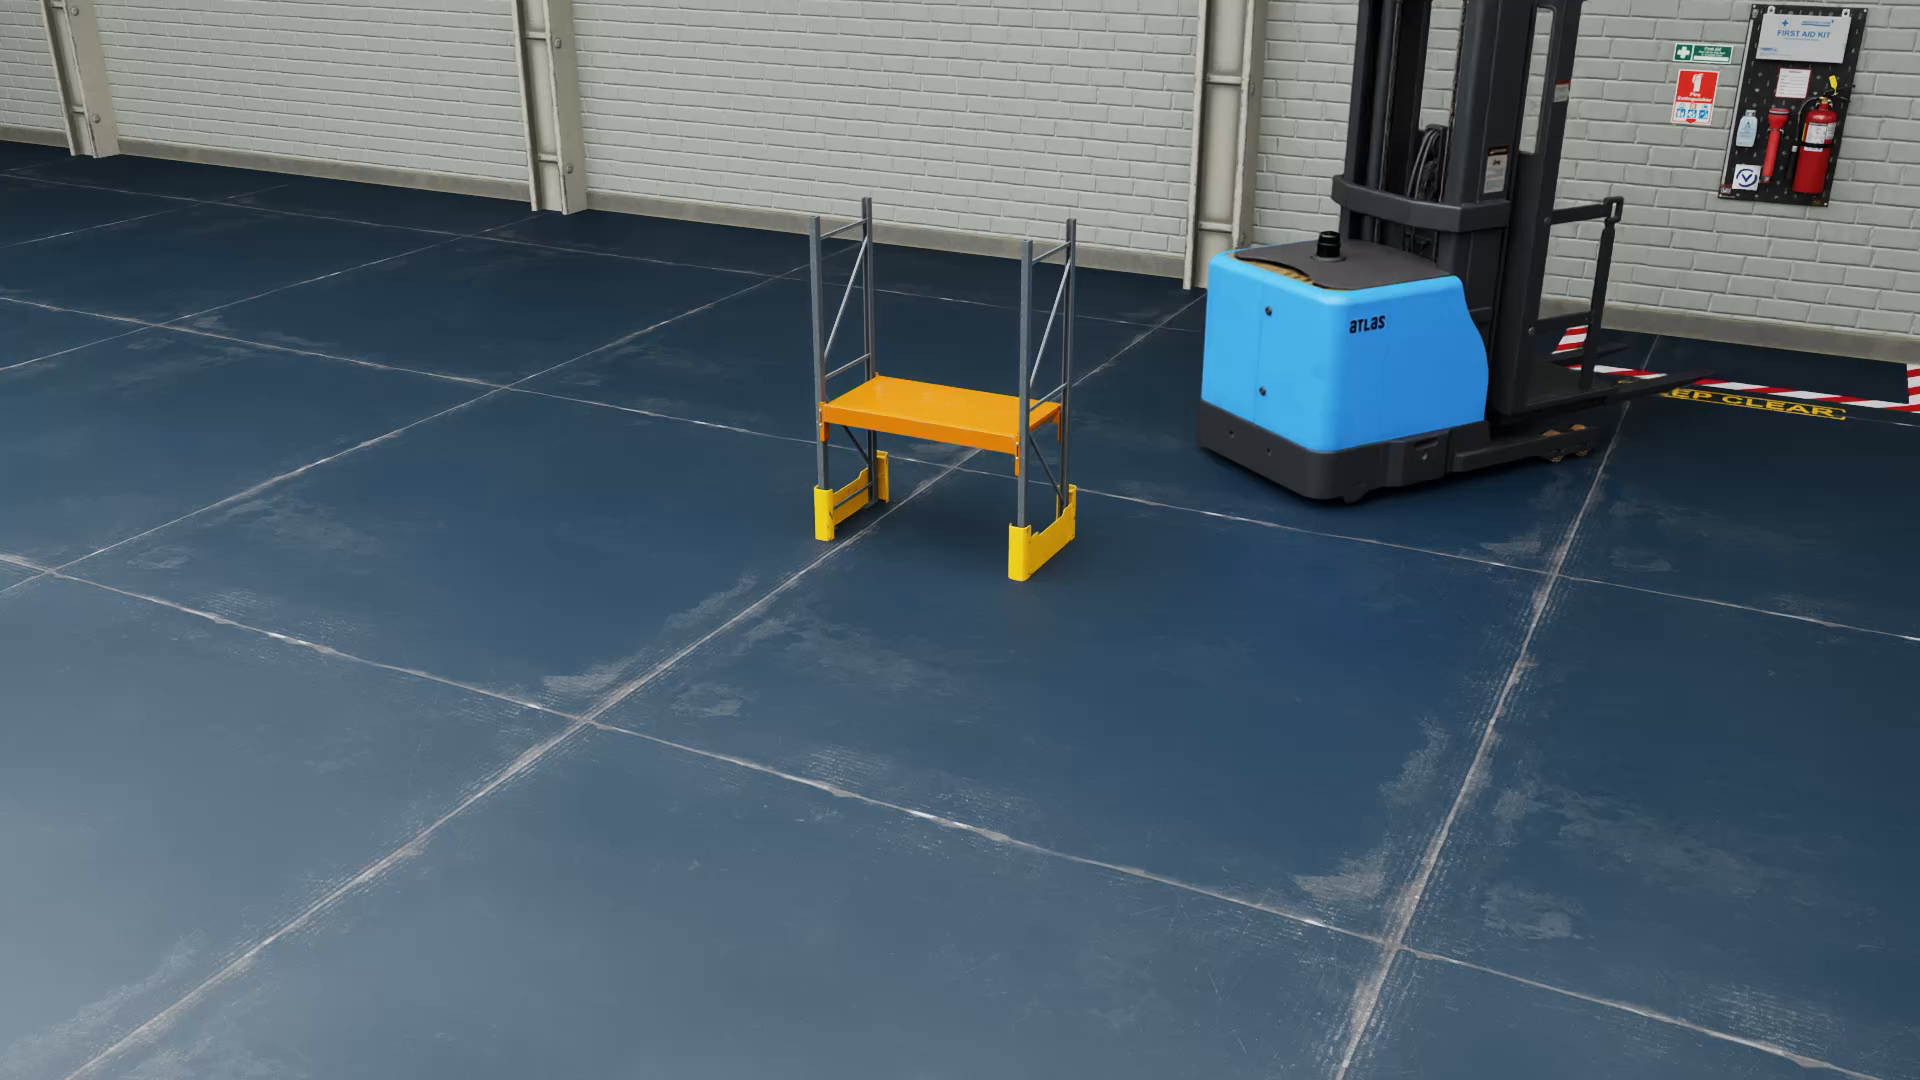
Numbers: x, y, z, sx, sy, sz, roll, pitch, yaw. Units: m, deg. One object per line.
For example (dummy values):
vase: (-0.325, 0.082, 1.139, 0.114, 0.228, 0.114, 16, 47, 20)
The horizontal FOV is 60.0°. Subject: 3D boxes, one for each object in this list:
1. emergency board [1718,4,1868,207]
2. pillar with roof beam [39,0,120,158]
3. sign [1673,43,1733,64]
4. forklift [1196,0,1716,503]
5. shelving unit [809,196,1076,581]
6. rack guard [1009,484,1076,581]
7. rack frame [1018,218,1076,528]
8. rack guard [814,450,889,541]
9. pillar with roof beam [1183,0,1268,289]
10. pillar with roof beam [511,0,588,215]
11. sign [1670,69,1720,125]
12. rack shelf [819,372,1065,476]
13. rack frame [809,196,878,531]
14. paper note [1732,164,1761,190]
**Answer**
emergency board: (5.024, -2.608, 10.050, 0.643, 1.169, 0.194, 11, 25, 25)
pillar with roof beam: (-10.794, -6.594, 11.757, 0.400, 9.000, 9.100, 11, 25, 25)
sign: (4.577, -2.998, 10.244, 0.331, 0.109, 0.001, 11, 25, 25)
forklift: (2.792, -1.924, 8.530, 3.031, 2.935, 1.130, -12, 26, -26)
shelving unit: (-0.068, -0.704, 7.488, 1.083, 1.500, 0.587, 11, 25, 25)
rack guard: (0.376, -0.041, 7.526, 0.087, 0.250, 0.587, 11, 25, 25)
rack frame: (0.378, -0.615, 7.281, 0.032, 1.500, 0.500, 11, 25, 25)
rack guard: (-0.512, -0.216, 7.940, 0.087, 0.250, 0.587, 11, 25, 25)
pillar with roof beam: (-0.085, -4.475, 6.774, 0.400, 9.000, 9.100, 11, 25, 25)
pillar with roof beam: (-5.440, -5.535, 9.266, 0.400, 9.000, 9.100, 11, 25, 25)
sign: (4.577, -2.758, 10.357, 0.234, 0.329, 0.001, 11, 25, 25)
rack shelf: (-0.076, -0.540, 7.562, 1.000, 0.185, 0.538, 11, 25, 25)
rack frame: (-0.530, -0.795, 7.703, 0.032, 1.500, 0.500, 11, 25, 25)
paper note: (4.897, -2.258, 10.353, 0.142, 0.148, 0.016, 11, 25, 25)
